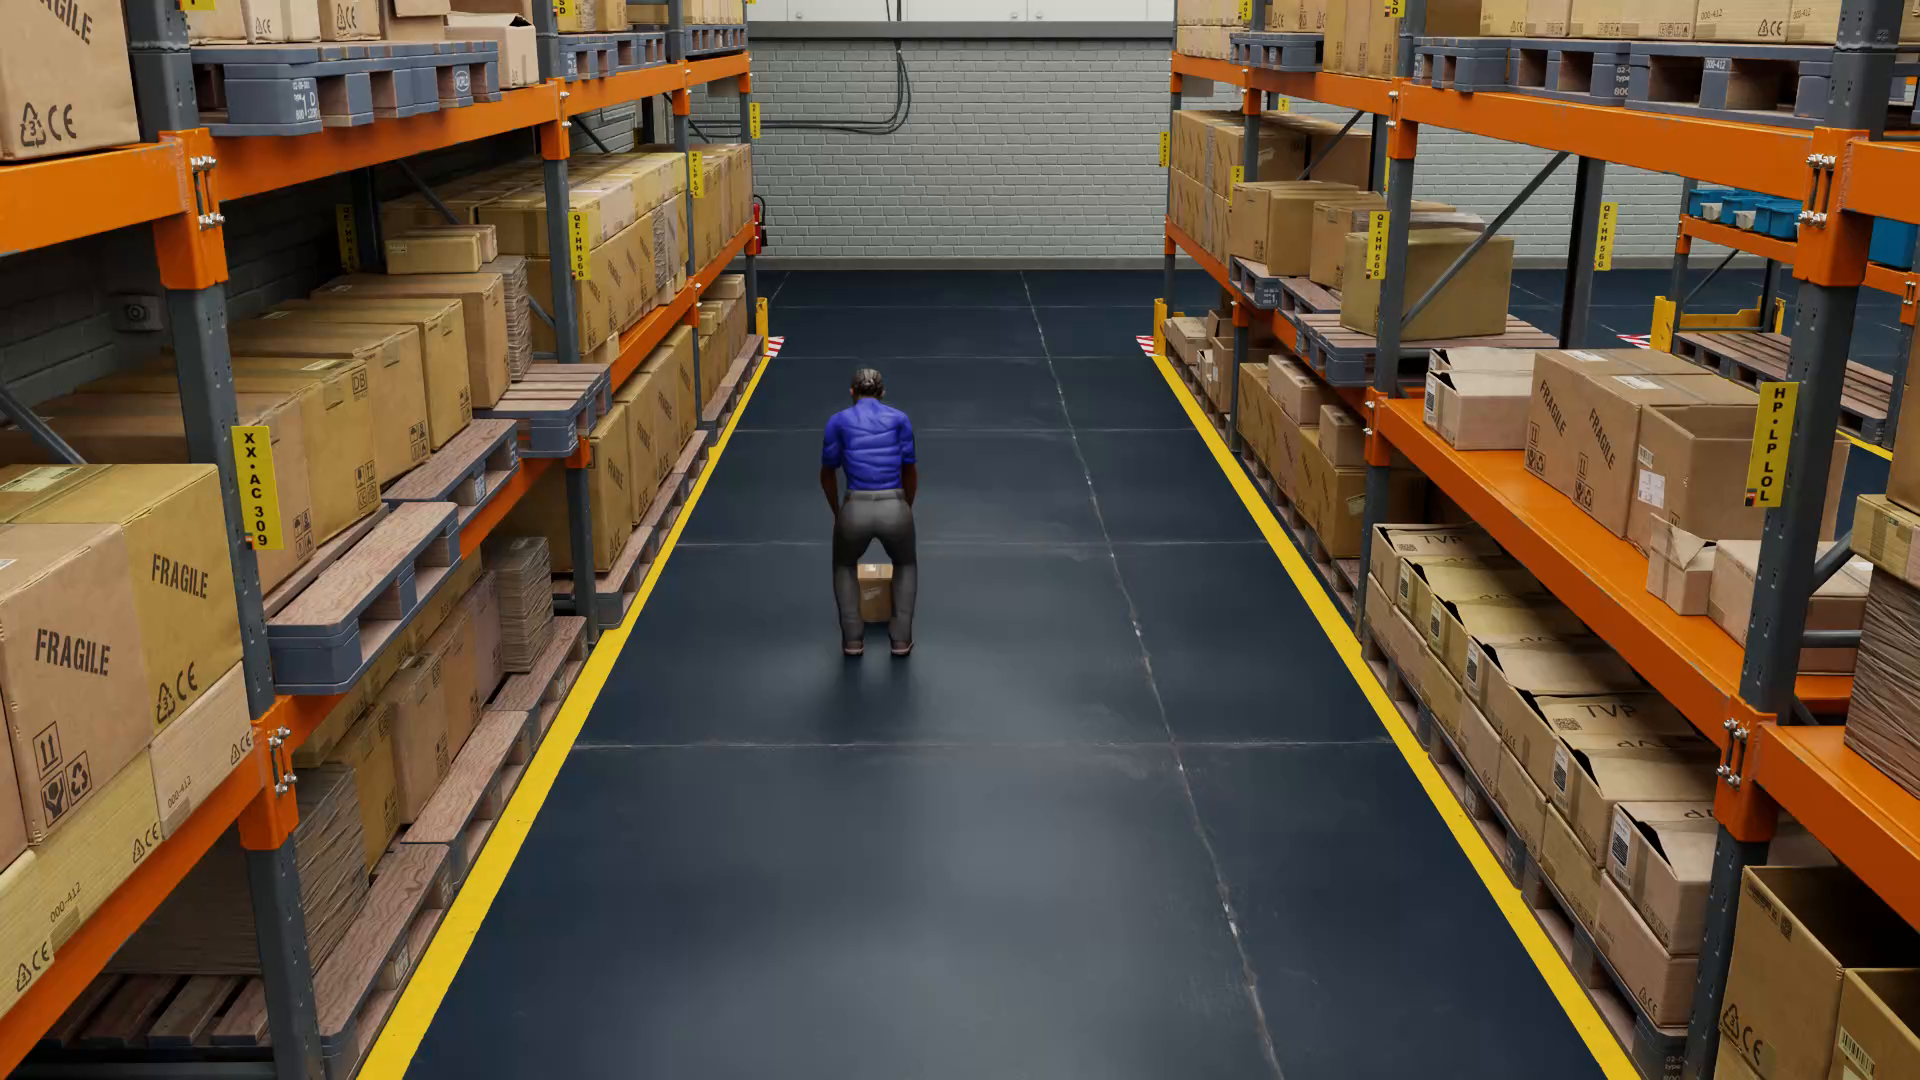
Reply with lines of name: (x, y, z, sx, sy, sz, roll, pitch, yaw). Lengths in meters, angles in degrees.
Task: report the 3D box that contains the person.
person: (-0.461, -0.127, 8.393, 0.494, 1.416, 0.598, 0, 17, 0)
